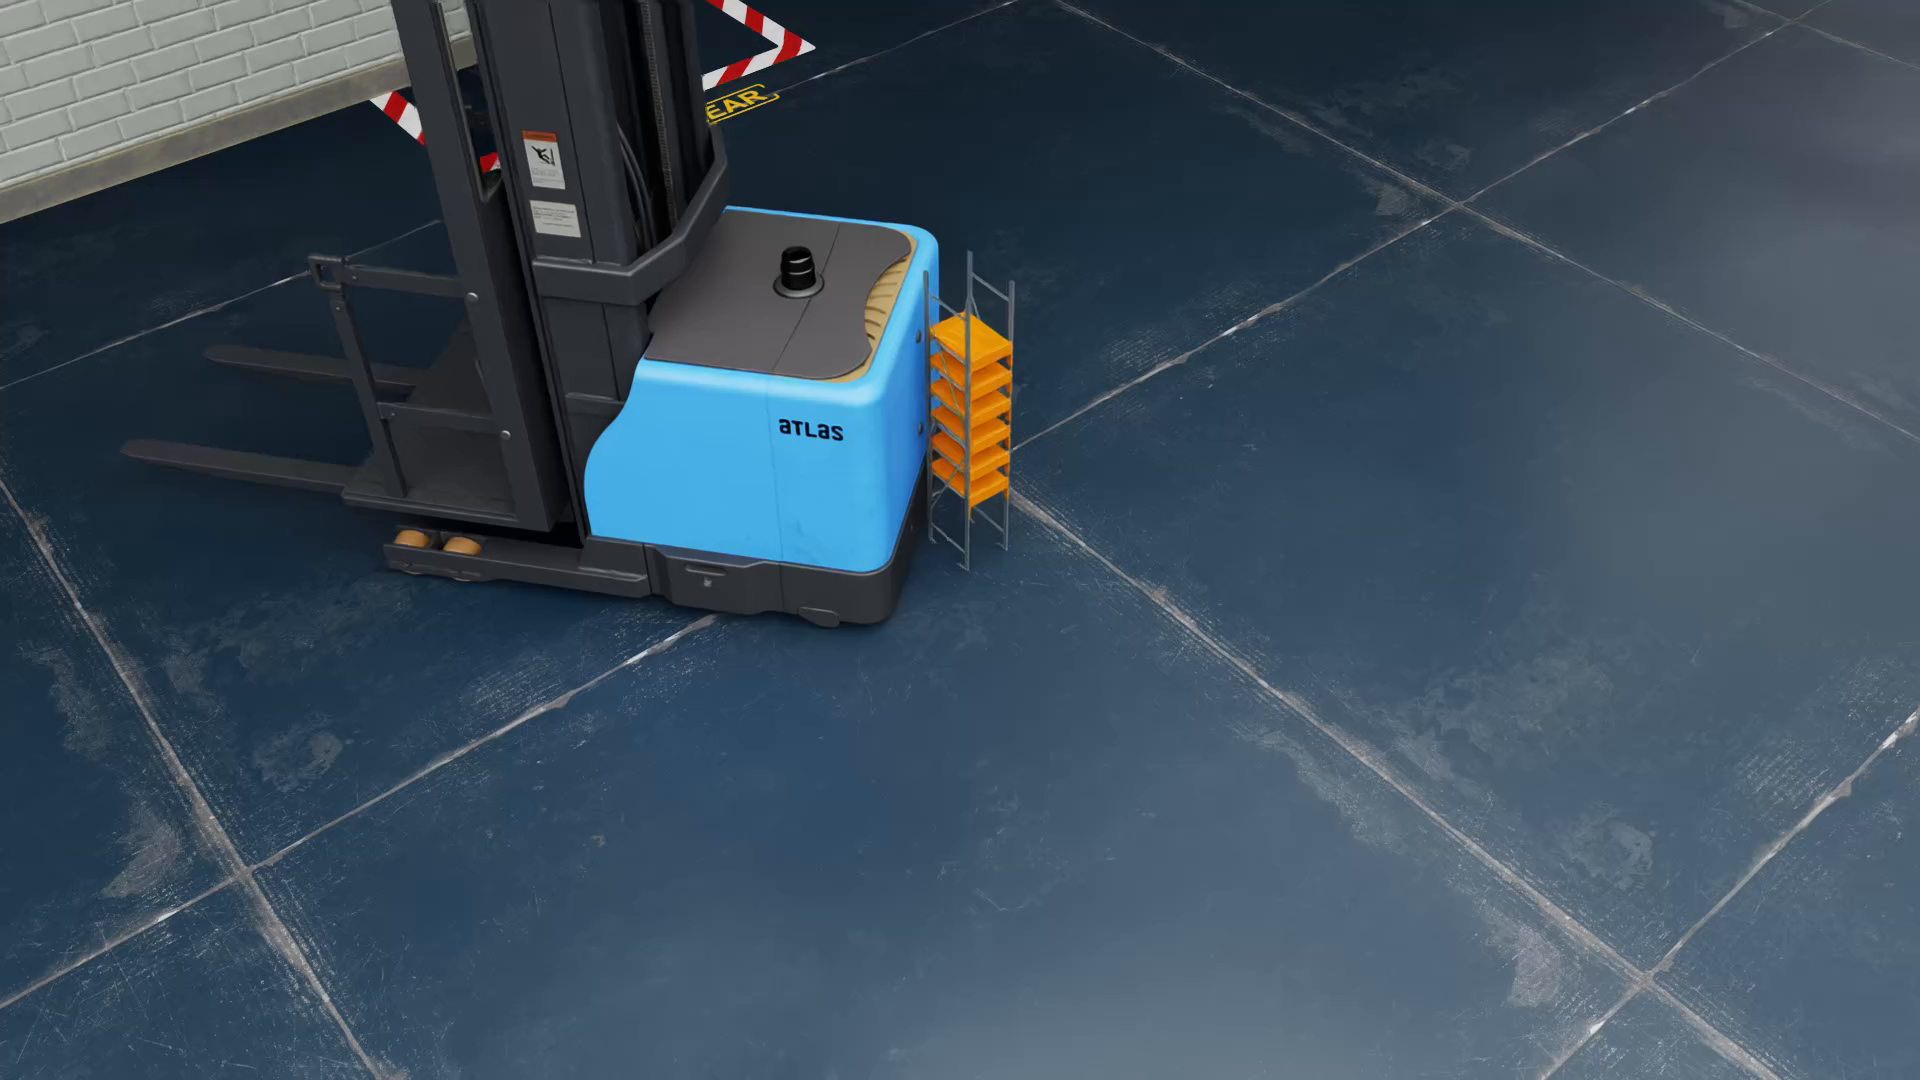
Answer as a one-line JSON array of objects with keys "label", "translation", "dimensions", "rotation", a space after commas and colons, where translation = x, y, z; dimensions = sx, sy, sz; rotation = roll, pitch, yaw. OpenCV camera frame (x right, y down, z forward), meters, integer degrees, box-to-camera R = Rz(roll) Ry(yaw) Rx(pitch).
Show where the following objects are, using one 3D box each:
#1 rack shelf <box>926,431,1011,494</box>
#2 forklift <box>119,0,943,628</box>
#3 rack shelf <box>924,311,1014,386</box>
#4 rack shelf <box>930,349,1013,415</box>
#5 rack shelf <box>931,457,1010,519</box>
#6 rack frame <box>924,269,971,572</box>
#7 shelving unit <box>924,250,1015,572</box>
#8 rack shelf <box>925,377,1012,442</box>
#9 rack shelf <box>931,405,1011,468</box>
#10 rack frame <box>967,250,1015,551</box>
[{"label": "rack shelf", "translation": [0.029, -0.302, 5.936], "dimensions": [0.180, 0.103, 0.258], "rotation": [-29, 50, -27]}, {"label": "forklift", "translation": [-1.631, -1.263, 5.453], "dimensions": [3.031, 2.935, 1.130], "rotation": [8, 44, 8]}, {"label": "rack shelf", "translation": [0.029, -0.652, 5.607], "dimensions": [0.180, 0.103, 0.258], "rotation": [-29, 50, -27]}, {"label": "rack shelf", "translation": [0.029, -0.565, 5.689], "dimensions": [0.180, 0.103, 0.258], "rotation": [-29, 50, -27]}, {"label": "rack shelf", "translation": [0.029, -0.215, 6.018], "dimensions": [0.180, 0.103, 0.258], "rotation": [-29, 50, -27]}, {"label": "rack frame", "translation": [-0.043, -0.383, 5.781], "dimensions": [0.006, 1.200, 0.240], "rotation": [-29, 50, -27]}, {"label": "shelving unit", "translation": [0.029, -0.422, 5.823], "dimensions": [0.189, 1.200, 0.258], "rotation": [-29, 50, -27]}, {"label": "rack shelf", "translation": [0.029, -0.477, 5.771], "dimensions": [0.180, 0.103, 0.258], "rotation": [-29, 50, -27]}, {"label": "rack shelf", "translation": [0.029, -0.390, 5.853], "dimensions": [0.180, 0.103, 0.258], "rotation": [-29, 50, -27]}, {"label": "rack frame", "translation": [0.100, -0.461, 5.864], "dimensions": [0.006, 1.200, 0.240], "rotation": [-29, 50, -27]}]
